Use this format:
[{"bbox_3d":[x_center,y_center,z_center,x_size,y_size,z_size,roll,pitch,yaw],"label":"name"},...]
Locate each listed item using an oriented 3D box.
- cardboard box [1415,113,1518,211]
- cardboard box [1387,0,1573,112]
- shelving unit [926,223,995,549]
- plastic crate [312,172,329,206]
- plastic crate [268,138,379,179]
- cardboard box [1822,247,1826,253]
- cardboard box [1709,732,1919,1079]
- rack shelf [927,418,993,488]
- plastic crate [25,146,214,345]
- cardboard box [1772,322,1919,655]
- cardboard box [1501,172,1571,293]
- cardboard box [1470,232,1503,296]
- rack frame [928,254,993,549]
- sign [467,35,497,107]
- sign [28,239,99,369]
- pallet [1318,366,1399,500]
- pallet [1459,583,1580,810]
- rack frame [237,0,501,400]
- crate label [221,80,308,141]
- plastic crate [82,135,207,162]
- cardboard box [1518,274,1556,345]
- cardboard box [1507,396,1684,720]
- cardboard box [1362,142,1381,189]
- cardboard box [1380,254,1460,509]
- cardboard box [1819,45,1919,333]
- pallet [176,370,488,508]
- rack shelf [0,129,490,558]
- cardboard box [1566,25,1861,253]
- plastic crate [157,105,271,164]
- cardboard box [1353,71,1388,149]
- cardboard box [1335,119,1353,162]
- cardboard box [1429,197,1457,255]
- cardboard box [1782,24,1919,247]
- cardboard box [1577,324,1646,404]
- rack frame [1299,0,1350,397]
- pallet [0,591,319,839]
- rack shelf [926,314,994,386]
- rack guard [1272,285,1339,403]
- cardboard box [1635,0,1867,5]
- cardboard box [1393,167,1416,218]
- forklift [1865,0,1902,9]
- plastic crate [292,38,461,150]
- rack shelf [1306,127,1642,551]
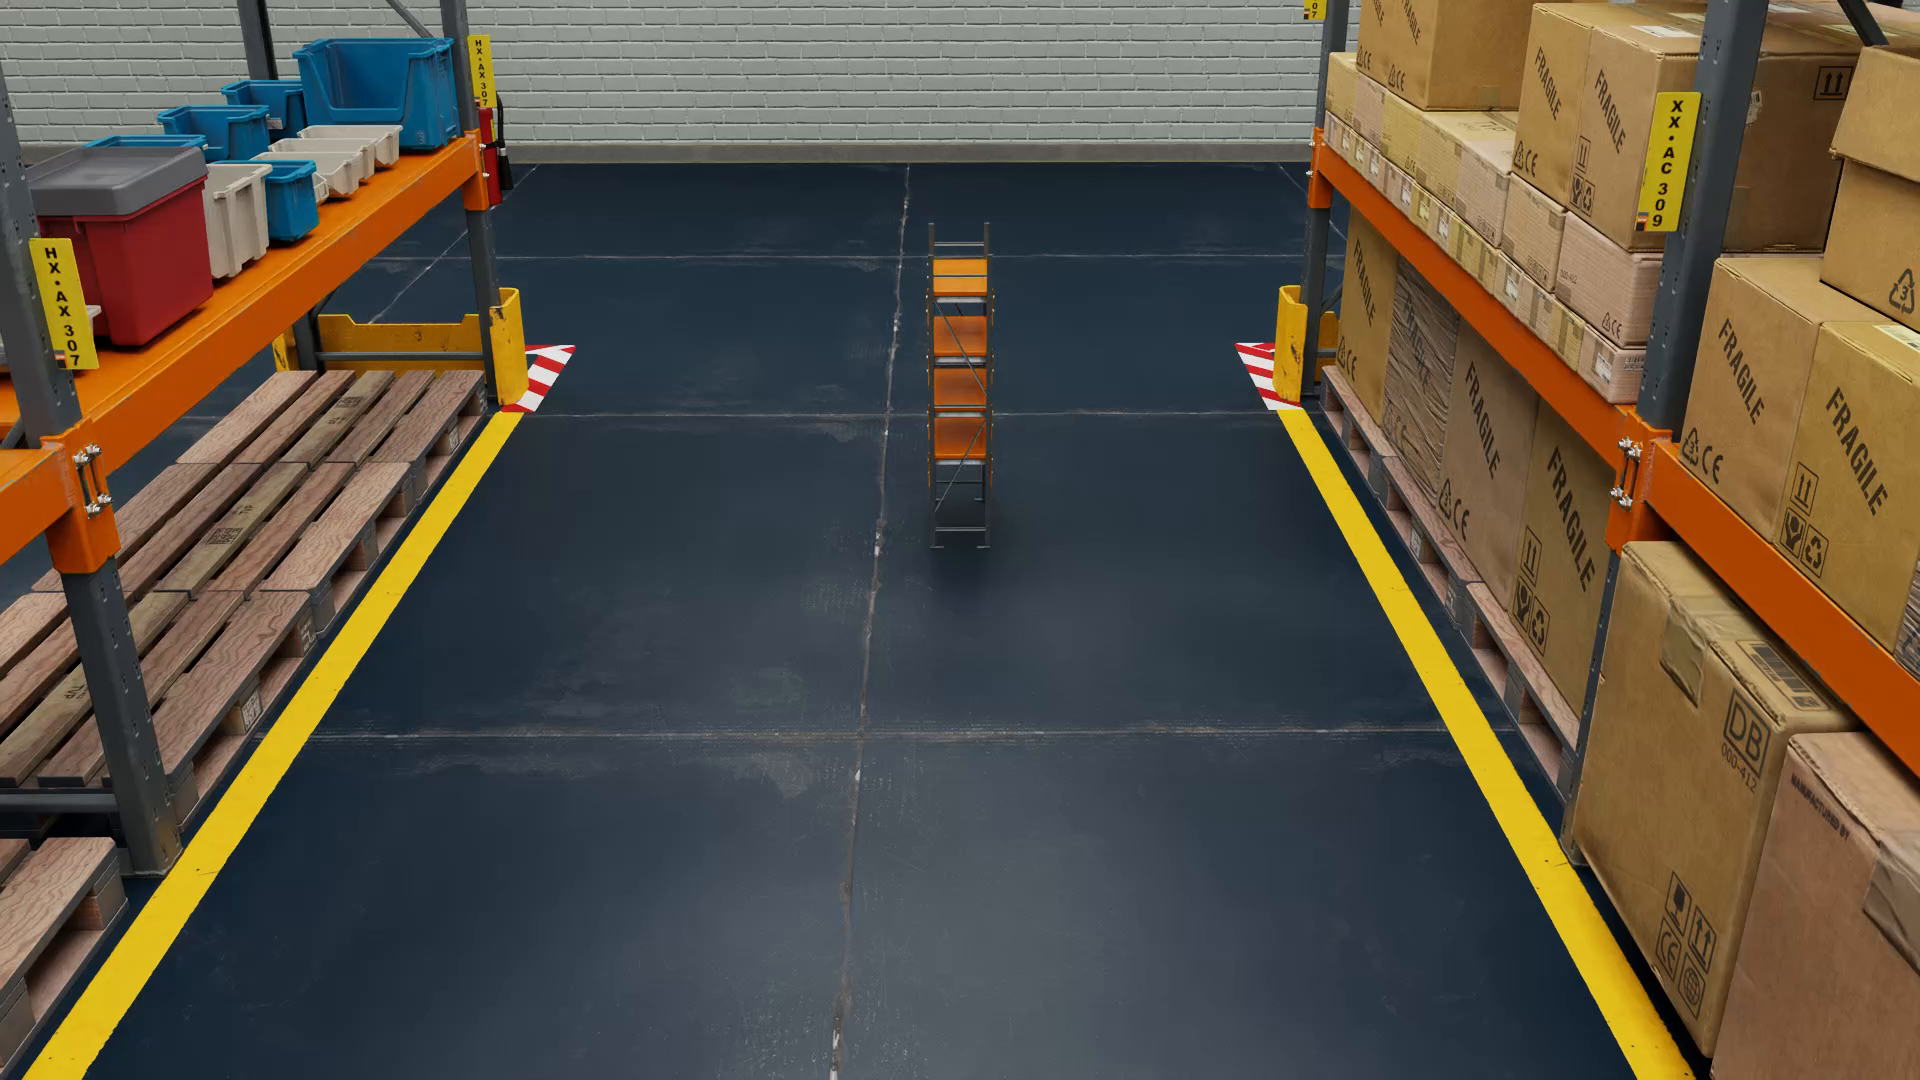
[{"bbox_3d":[1.946,-1.345,5.905,0.500,0.250,0.500,-1,24,-2],"label":"cardboard box"},{"bbox_3d":[1.938,-1.904,6.230,0.500,0.500,0.500,-1,24,-2],"label":"cardboard box"},{"bbox_3d":[-0.002,-0.615,6.654,0.258,1.200,0.503,0,24,-1],"label":"shelving unit"},{"bbox_3d":[-2.540,-1.307,6.247,0.298,0.136,0.250,0,24,-1],"label":"plastic crate"},{"bbox_3d":[-2.589,-1.543,6.770,0.396,0.136,0.243,0,24,-1],"label":"plastic crate"},{"bbox_3d":[2.486,-0.727,4.538,0.500,0.250,0.500,-1,24,-2],"label":"cardboard box"},{"bbox_3d":[2.266,0.944,3.092,1.225,0.875,0.875,-1,24,-2],"label":"cardboard box"},{"bbox_3d":[-0.002,-0.373,6.763,0.258,0.148,0.480,0,24,-1],"label":"rack shelf"},{"bbox_3d":[-2.483,-0.868,4.879,0.402,0.464,0.583,0,24,-1],"label":"plastic crate"},{"bbox_3d":[1.990,-0.113,3.238,0.500,0.500,0.500,0,24,0],"label":"cardboard box"},{"bbox_3d":[1.953,-0.926,4.979,0.500,0.250,0.500,0,24,1],"label":"cardboard box"},{"bbox_3d":[1.886,-0.899,5.402,0.380,0.149,0.250,0,24,0],"label":"cardboard box"},{"bbox_3d":[0.001,-0.514,6.431,0.240,1.200,0.015,0,24,-1],"label":"rack frame"},{"bbox_3d":[-2.218,-2.174,7.720,0.100,0.325,0.005,0,24,-1],"label":"sign"},{"bbox_3d":[-2.174,-0.570,4.035,0.100,0.325,0.005,0,24,-1],"label":"sign"},{"bbox_3d":[2.272,-0.513,7.629,1.003,0.211,1.213,0,24,-1],"label":"pallet"},{"bbox_3d":[2.299,0.492,5.406,1.003,0.211,1.213,0,24,-1],"label":"pallet"},{"bbox_3d":[-2.768,-2.091,7.733,1.000,3.000,0.127,0,24,-1],"label":"rack frame"},{"bbox_3d":[-3.094,-1.939,7.527,0.416,0.233,0.303,0,24,-1],"label":"crate label"},{"bbox_3d":[-3.080,-1.396,6.327,0.416,0.233,0.300,0,24,-1],"label":"plastic crate"},{"bbox_3d":[1.892,-0.686,4.933,0.380,0.149,0.250,-1,24,-1],"label":"cardboard box"},{"bbox_3d":[2.302,0.040,5.091,0.875,0.875,0.875,0,24,-1],"label":"cardboard box"},{"bbox_3d":[1.870,-1.532,6.803,0.380,0.149,0.250,-1,24,-1],"label":"cardboard box"},{"bbox_3d":[2.282,-0.698,6.722,0.875,0.875,0.875,0,24,-1],"label":"cardboard box"},{"bbox_3d":[2.244,-0.704,3.329,0.797,0.503,0.637,-1,24,-2],"label":"cardboard box"},{"bbox_3d":[-2.797,-0.480,7.556,1.003,0.211,1.213,0,24,-1],"label":"pallet"},{"bbox_3d":[-2.746,-0.939,6.059,1.077,0.370,4.000,0,24,-1],"label":"rack shelf"},{"bbox_3d":[1.956,-1.062,4.369,0.500,0.500,0.500,0,24,1],"label":"cardboard box"},{"bbox_3d":[-3.087,-1.667,6.927,0.416,0.233,0.300,0,24,-1],"label":"plastic crate"},{"bbox_3d":[1.933,-1.767,6.838,0.500,0.250,0.500,-1,24,-1],"label":"cardboard box"},{"bbox_3d":[1.863,-1.745,7.274,0.380,0.149,0.250,-1,24,-1],"label":"cardboard box"},{"bbox_3d":[1.882,-1.109,5.867,0.380,0.149,0.250,0,24,0],"label":"cardboard box"},{"bbox_3d":[2.479,-1.072,4.392,0.500,0.500,0.500,0,24,-1],"label":"cardboard box"},{"bbox_3d":[1.898,-0.475,4.464,0.380,0.149,0.250,0,24,0],"label":"cardboard box"},{"bbox_3d":[2.185,-2.113,7.782,1.000,3.000,0.127,0,24,-1],"label":"rack frame"},{"bbox_3d":[-2.771,0.525,5.333,1.003,0.211,1.213,0,24,-1],"label":"pallet"},{"bbox_3d":[-0.002,-0.757,6.589,0.258,0.148,0.480,0,24,-1],"label":"rack shelf"},{"bbox_3d":[2.185,-0.984,8.319,1.175,0.500,0.348,0,24,-1],"label":"rack guard"},{"bbox_3d":[2.471,-1.490,5.315,0.500,0.500,0.500,-1,24,-2],"label":"cardboard box"},{"bbox_3d":[1.875,-1.321,6.336,0.380,0.149,0.250,-1,24,-1],"label":"cardboard box"},{"bbox_3d":[4.553,-1.893,7.378,1.130,2.935,3.031,-2,24,-3],"label":"forklift"},{"bbox_3d":[-2.577,-1.997,7.410,0.616,0.435,0.499,0,24,-1],"label":"plastic crate"},{"bbox_3d":[2.207,-0.961,6.108,1.077,0.370,4.000,0,24,-1],"label":"rack shelf"}]
